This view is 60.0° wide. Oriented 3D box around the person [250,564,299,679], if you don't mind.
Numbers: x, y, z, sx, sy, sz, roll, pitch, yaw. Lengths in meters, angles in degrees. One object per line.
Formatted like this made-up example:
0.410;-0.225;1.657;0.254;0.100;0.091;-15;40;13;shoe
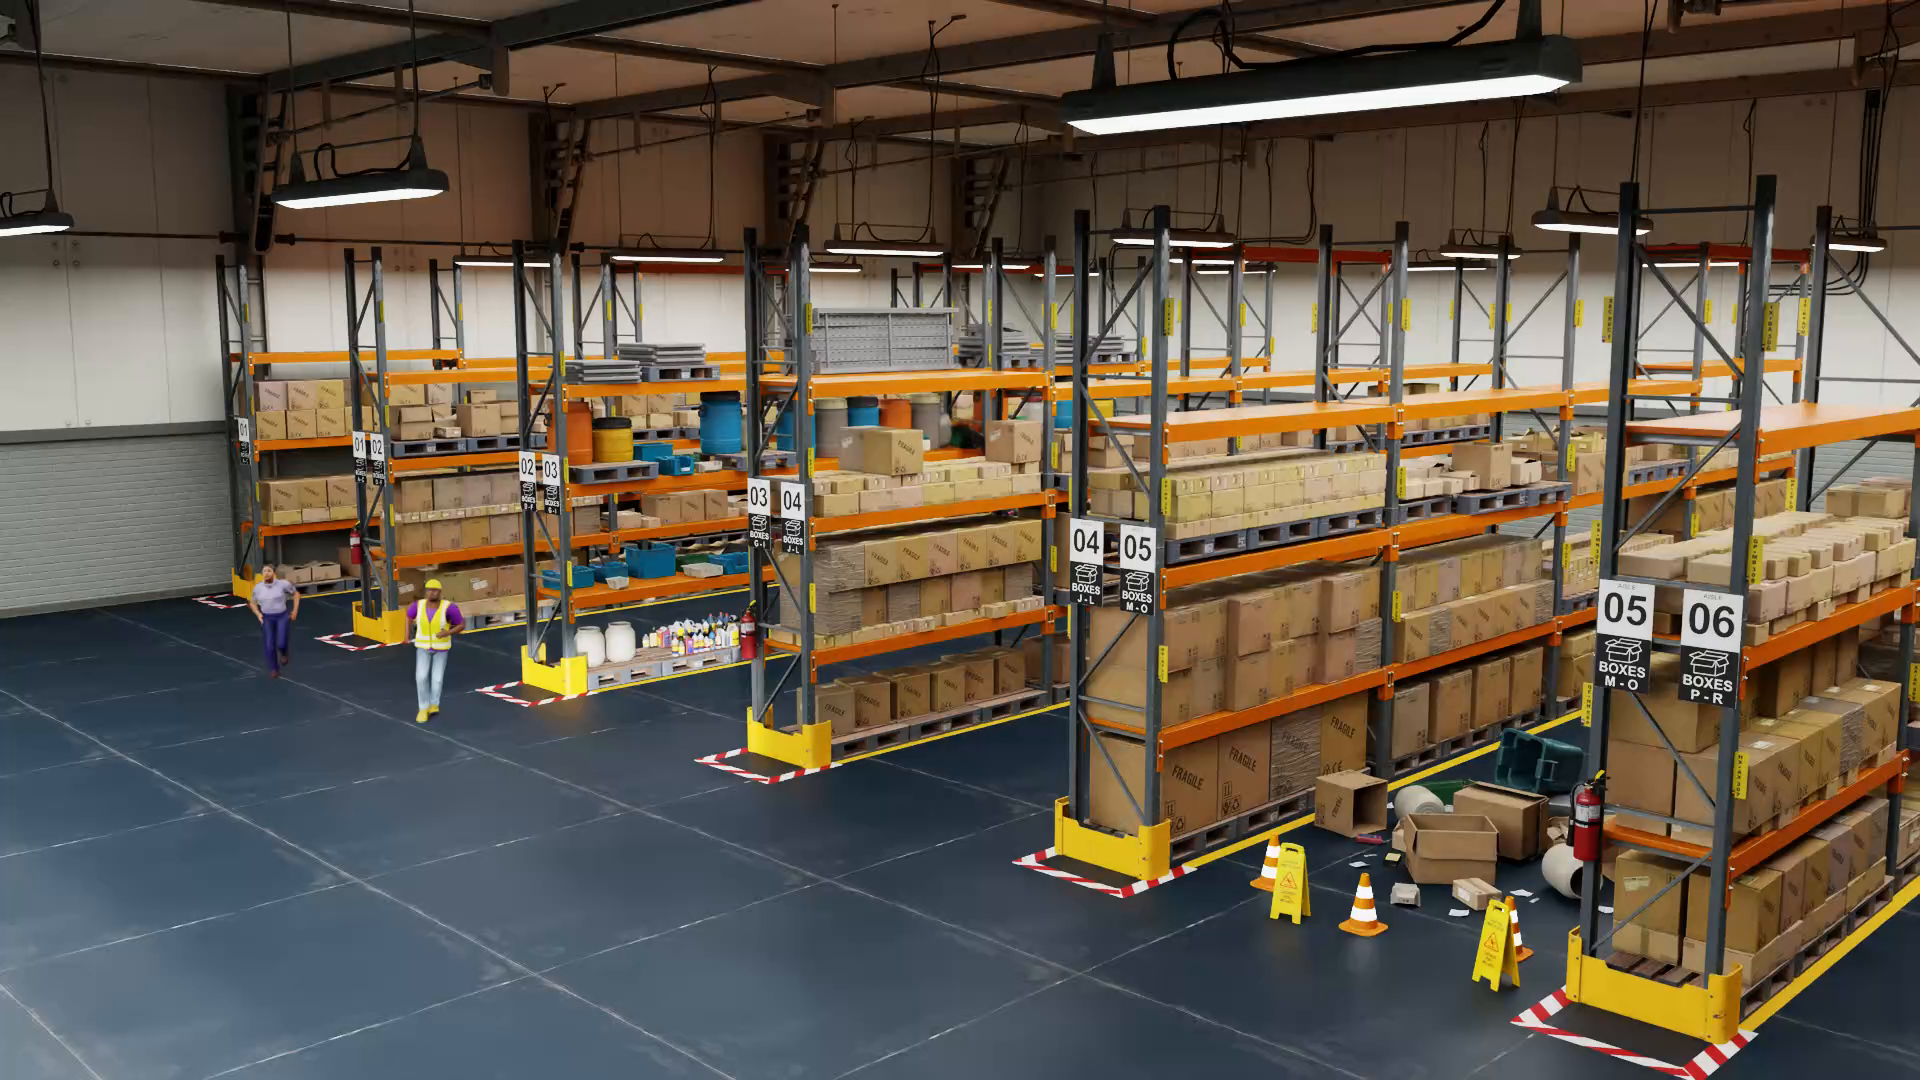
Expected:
-9.507;1.125;23.083;0.630;1.612;0.615;-2;8;-13;person

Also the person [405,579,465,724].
-6.547;1.376;20.750;0.727;1.811;0.654;-1;8;-10;person
